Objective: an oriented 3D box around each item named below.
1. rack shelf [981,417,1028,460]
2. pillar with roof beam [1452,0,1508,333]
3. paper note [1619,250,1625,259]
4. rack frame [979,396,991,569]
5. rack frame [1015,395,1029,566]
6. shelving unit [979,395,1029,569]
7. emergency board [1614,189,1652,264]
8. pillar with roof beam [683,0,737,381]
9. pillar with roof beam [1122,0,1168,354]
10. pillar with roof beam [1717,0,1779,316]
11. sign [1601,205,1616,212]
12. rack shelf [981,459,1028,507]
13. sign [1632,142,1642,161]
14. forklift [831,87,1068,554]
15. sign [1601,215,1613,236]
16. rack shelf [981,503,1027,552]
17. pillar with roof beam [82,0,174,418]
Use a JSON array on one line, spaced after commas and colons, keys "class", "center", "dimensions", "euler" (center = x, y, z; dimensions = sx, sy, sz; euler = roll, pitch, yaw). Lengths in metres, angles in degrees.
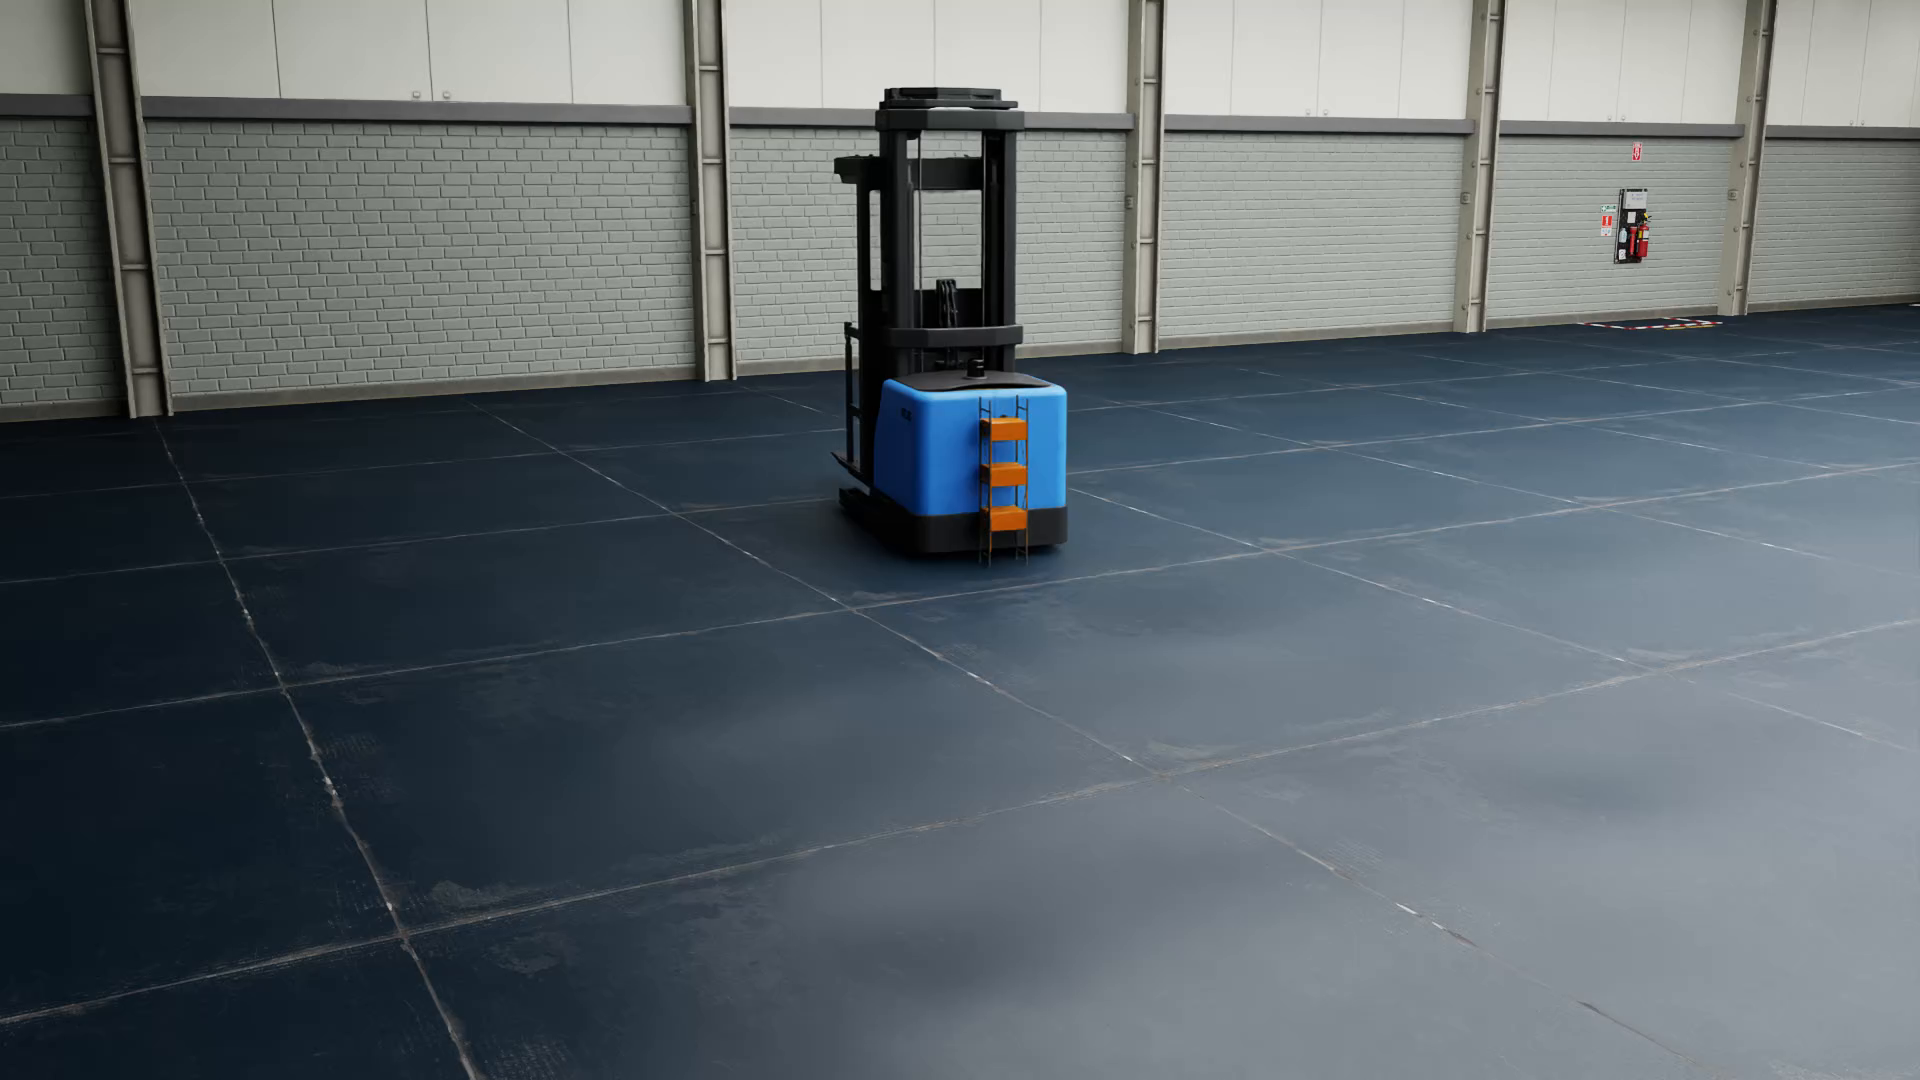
[{"class": "rack shelf", "center": [0.270, -0.629, 10.271], "dimensions": [0.240, 0.259, 0.215], "euler": [-4, 13, -18]}, {"class": "pillar with roof beam", "center": [9.740, -6.710, 20.430], "dimensions": [0.400, 9.000, 9.100], "euler": [-7, 14, -28]}, {"class": "paper note", "center": [10.568, -4.557, 26.530], "dimensions": [0.142, 0.148, 0.016], "euler": [-7, 14, -28]}, {"class": "rack frame", "center": [0.154, -0.354, 10.293], "dimensions": [0.008, 1.050, 0.200], "euler": [-4, 13, -18]}, {"class": "rack frame", "center": [0.385, -0.371, 10.368], "dimensions": [0.008, 1.050, 0.200], "euler": [-4, 13, -18]}, {"class": "shelving unit", "center": [0.270, -0.363, 10.330], "dimensions": [0.252, 1.050, 0.215], "euler": [-4, 13, -18]}, {"class": "emergency board", "center": [10.757, -4.992, 26.457], "dimensions": [0.643, 1.169, 0.194], "euler": [-7, 14, -28]}, {"class": "pillar with roof beam", "center": [-0.793, -5.448, 14.821], "dimensions": [0.400, 9.000, 9.100], "euler": [-7, 14, -28]}, {"class": "pillar with roof beam", "center": [4.474, -6.079, 17.625], "dimensions": [0.400, 9.000, 9.100], "euler": [-7, 14, -28]}, {"class": "pillar with roof beam", "center": [15.007, -7.341, 23.235], "dimensions": [0.400, 9.000, 9.100], "euler": [-7, 14, -28]}, {"class": "sign", "center": [10.230, -5.228, 26.220], "dimensions": [0.331, 0.109, 0.001], "euler": [-7, 14, -28]}, {"class": "rack shelf", "center": [0.270, -0.353, 10.333], "dimensions": [0.240, 0.259, 0.215], "euler": [-4, 13, -18]}, {"class": "sign", "center": [10.702, -6.141, 26.284], "dimensions": [0.199, 0.298, 0.001], "euler": [-7, 14, -28]}, {"class": "forklift", "center": [-0.238, -1.622, 11.640], "dimensions": [1.130, 2.935, 3.031], "euler": [-4, 13, -17]}, {"class": "sign", "center": [10.222, -4.971, 26.283], "dimensions": [0.234, 0.329, 0.001], "euler": [-7, 14, -28]}, {"class": "rack shelf", "center": [0.270, -0.081, 10.394], "dimensions": [0.240, 0.259, 0.215], "euler": [-4, 13, -18]}, {"class": "pillar with roof beam", "center": [-6.059, -4.817, 12.016], "dimensions": [0.400, 9.000, 9.100], "euler": [-7, 14, -28]}]
